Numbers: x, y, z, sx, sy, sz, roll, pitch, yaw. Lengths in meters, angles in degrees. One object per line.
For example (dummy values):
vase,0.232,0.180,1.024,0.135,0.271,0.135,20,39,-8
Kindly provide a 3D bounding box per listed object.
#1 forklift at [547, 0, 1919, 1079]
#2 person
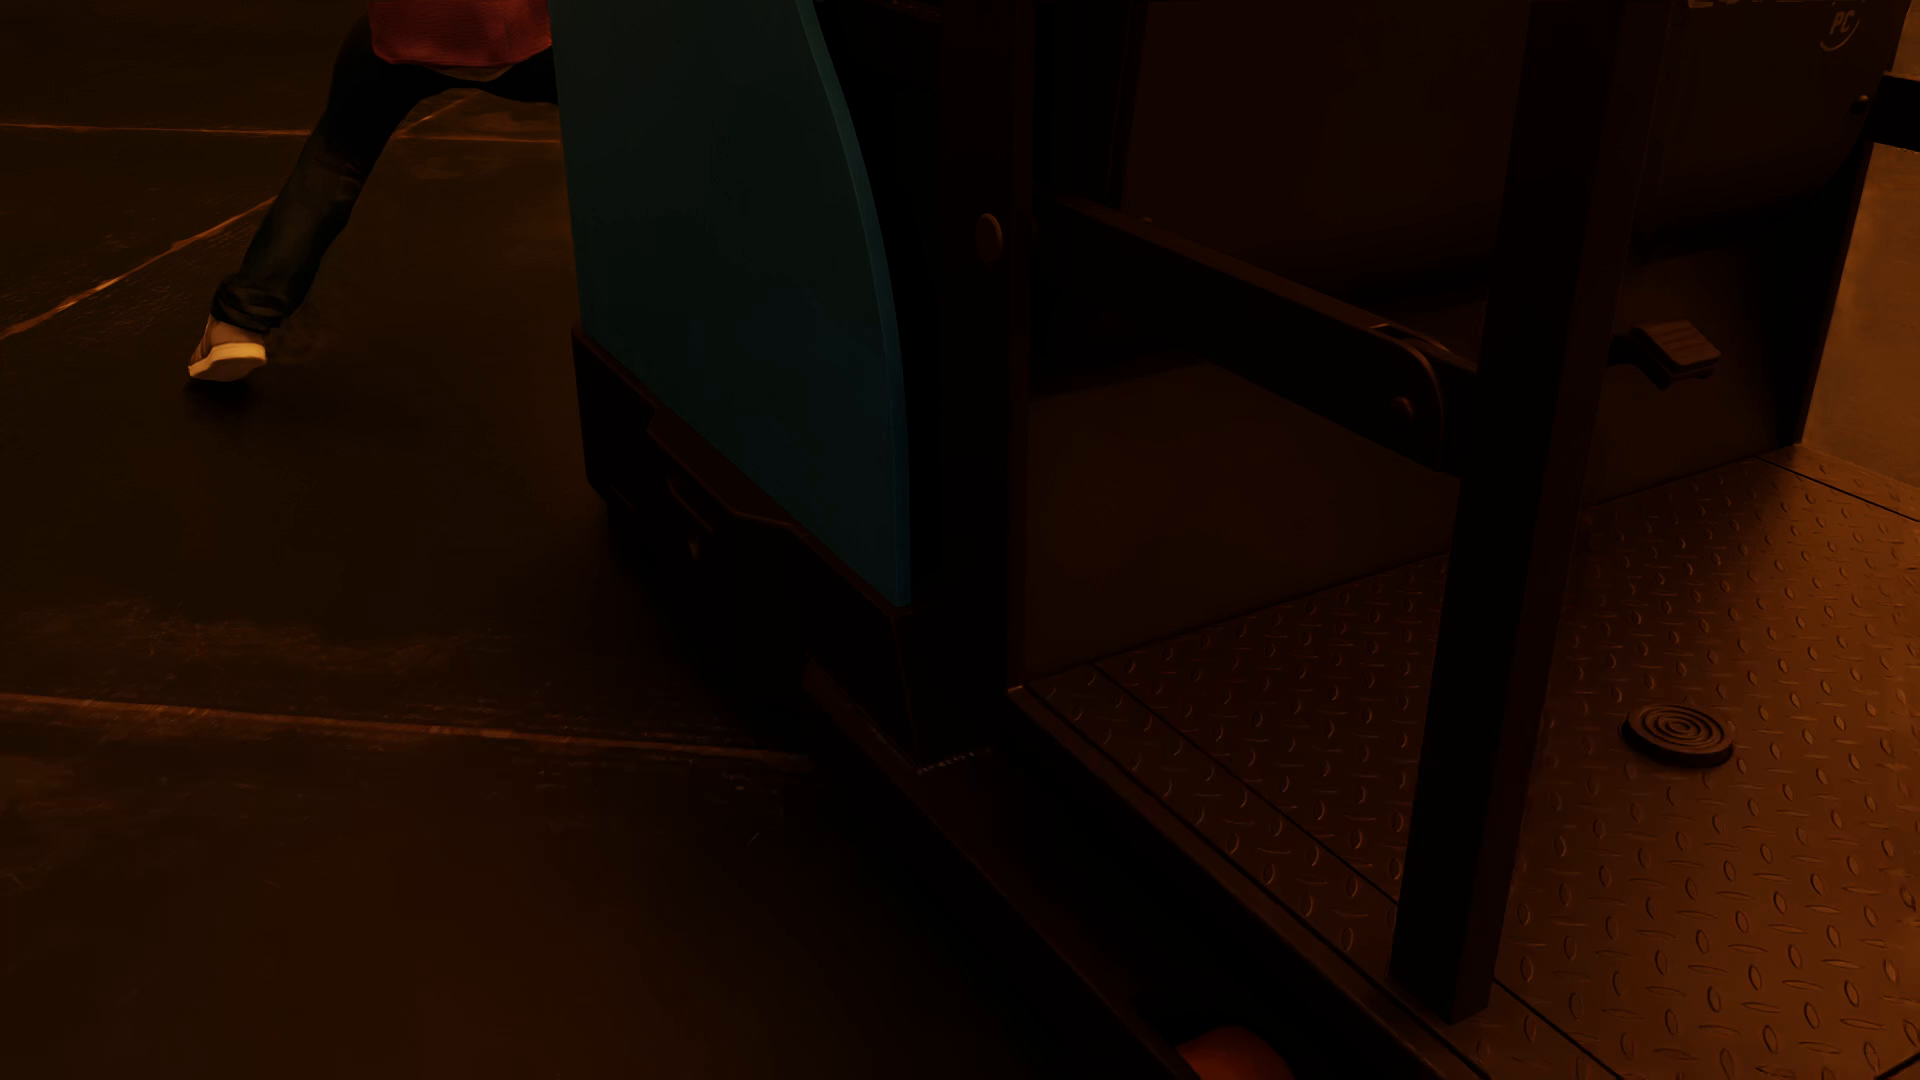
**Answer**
forklift,0.607,-0.904,1.028,1.130,2.935,3.031,-15,30,-27
person,-0.820,-0.974,2.887,1.122,1.410,0.761,6,27,12
